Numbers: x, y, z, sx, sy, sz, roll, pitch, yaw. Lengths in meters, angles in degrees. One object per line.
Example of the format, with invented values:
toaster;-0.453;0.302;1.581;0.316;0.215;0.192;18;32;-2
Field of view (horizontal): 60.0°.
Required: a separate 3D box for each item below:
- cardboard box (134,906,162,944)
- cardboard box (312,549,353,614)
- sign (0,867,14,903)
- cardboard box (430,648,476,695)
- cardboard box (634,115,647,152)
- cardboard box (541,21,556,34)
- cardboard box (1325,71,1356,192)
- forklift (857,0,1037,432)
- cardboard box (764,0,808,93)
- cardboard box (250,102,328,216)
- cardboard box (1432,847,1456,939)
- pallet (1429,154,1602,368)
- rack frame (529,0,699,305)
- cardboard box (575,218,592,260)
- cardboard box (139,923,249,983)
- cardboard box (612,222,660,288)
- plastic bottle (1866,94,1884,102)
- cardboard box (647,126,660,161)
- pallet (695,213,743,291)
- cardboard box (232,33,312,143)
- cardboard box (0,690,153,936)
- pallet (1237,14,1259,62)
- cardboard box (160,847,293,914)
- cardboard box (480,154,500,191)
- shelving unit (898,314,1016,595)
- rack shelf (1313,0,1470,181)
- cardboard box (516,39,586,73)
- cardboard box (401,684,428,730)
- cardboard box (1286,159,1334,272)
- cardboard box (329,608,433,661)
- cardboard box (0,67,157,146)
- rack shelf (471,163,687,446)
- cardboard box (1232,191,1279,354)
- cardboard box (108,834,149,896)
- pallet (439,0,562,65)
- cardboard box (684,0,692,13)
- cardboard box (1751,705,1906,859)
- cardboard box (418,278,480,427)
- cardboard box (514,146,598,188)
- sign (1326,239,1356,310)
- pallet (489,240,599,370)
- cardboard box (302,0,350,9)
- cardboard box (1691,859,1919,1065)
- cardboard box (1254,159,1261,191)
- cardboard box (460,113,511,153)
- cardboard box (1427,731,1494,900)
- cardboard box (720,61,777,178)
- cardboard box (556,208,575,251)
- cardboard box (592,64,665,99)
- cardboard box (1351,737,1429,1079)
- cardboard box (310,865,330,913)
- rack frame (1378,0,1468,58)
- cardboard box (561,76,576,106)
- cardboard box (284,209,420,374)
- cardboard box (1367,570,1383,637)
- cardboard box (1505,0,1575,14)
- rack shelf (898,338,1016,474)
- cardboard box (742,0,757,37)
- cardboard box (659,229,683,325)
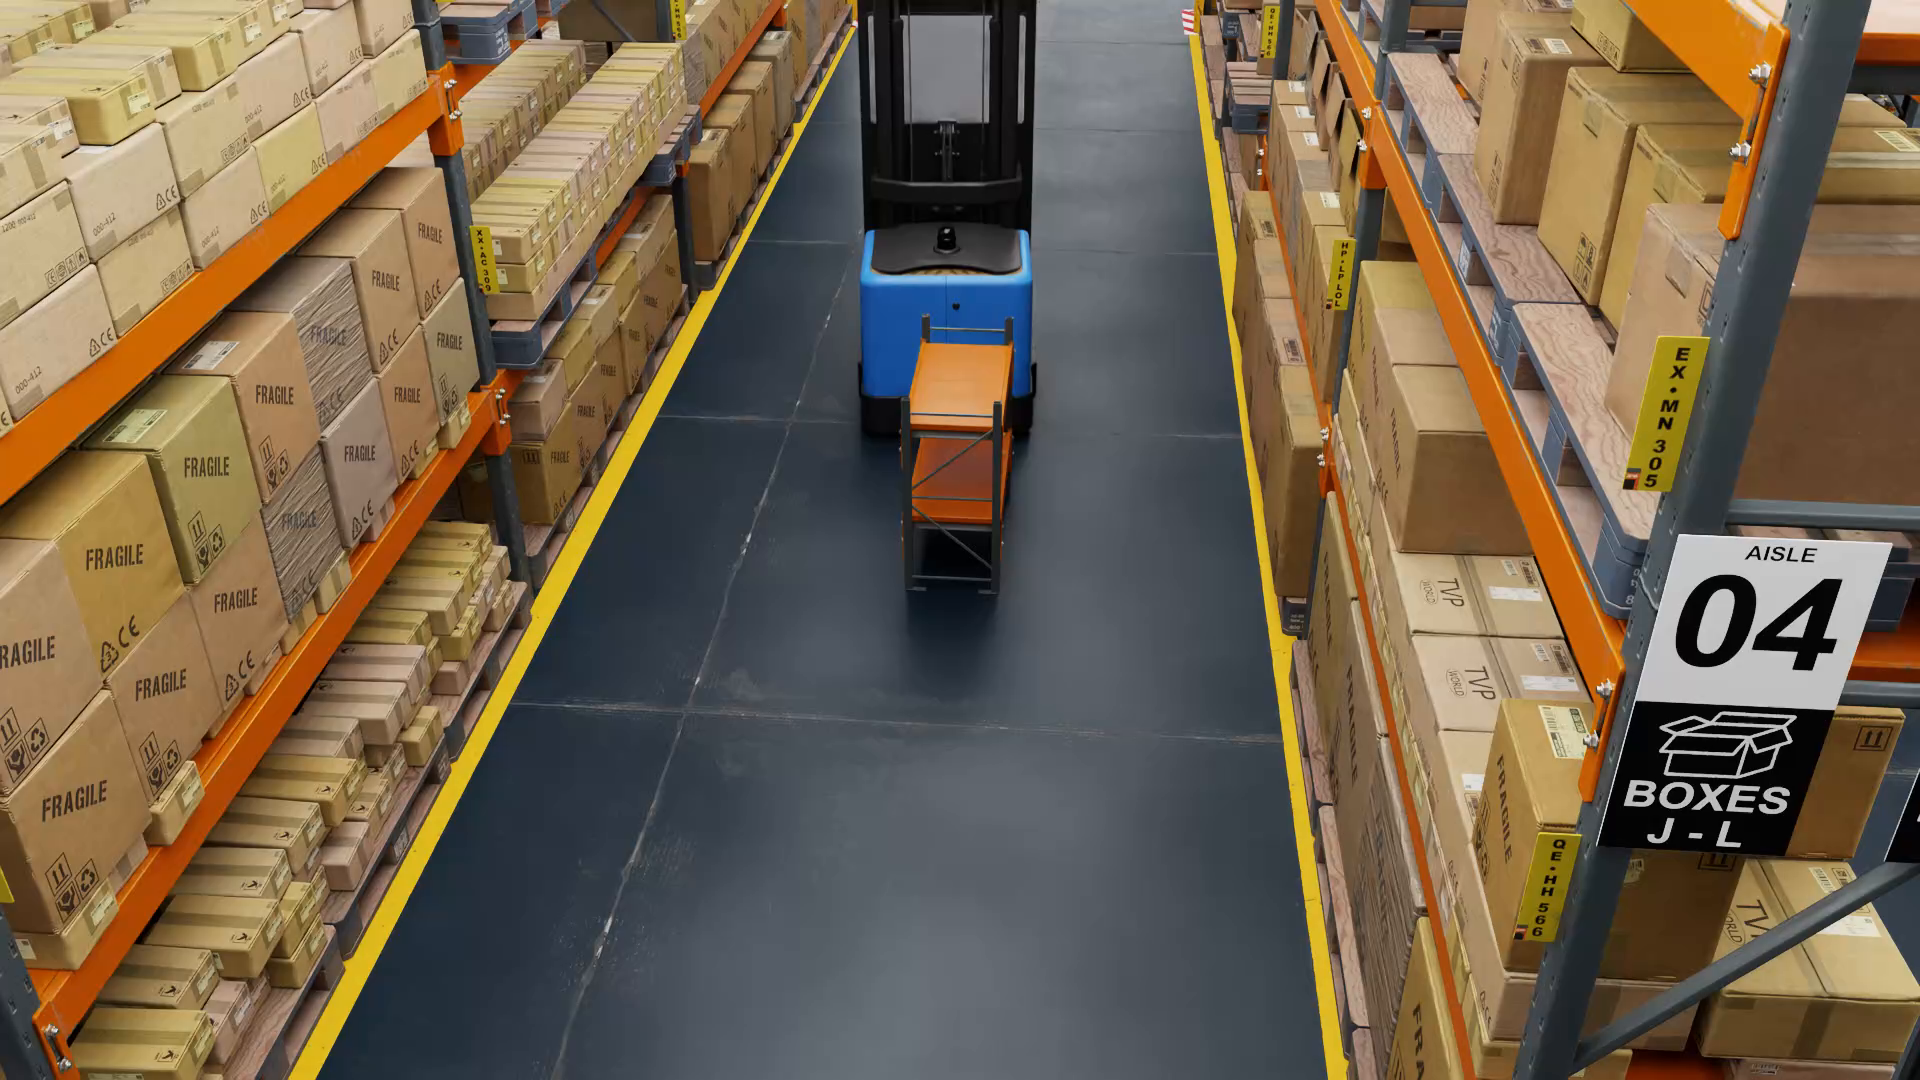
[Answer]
cardboard box;-3.136;1.363;6.212;0.380;0.149;0.250;2;32;3
cardboard box;-2.580;0.146;6.393;0.380;0.149;0.250;3;32;5
sign;-2.519;0.806;4.259;0.100;0.325;0.005;2;32;4
cardboard box;-2.488;0.587;7.755;0.380;0.149;0.250;1;32;2
cardboard box;-2.077;-2.415;9.865;0.380;0.149;0.250;2;32;4
cardboard box;-4.386;-4.853;16.516;0.797;0.637;0.503;2;32;4
cardboard box;2.347;-2.164;8.851;0.797;0.503;0.637;3;32;6
forklift;-0.079;-2.639;10.738;1.130;2.935;3.031;0;32;0
cardboard box;-1.962;-4.724;15.681;0.875;0.875;0.875;3;32;5
cardboard box;-2.598;-1.359;5.881;0.500;0.250;0.500;2;32;3
cardboard box;1.618;1.055;4.919;0.380;0.149;0.250;3;32;4
pallet;2.022;-0.852;4.998;1.003;0.211;1.213;2;32;4
rack frame;-2.408;-3.032;11.311;1.000;3.000;0.127;2;32;4
cardboard box;-2.181;-1.606;8.836;0.380;0.149;0.250;3;32;4
cardboard box;-2.751;1.524;5.952;0.380;0.149;0.250;3;32;5
cardboard box;-2.233;-1.833;10.632;0.500;0.250;0.500;3;32;5
plastic bottle;8.251;-3.993;15.048;0.152;0.276;0.135;4;32;6
cardboard box;-2.057;-2.432;10.176;0.380;0.149;0.250;2;32;3
pallet;-2.269;-2.254;12.706;1.003;0.211;1.213;2;32;4
cardboard box;-2.610;-1.570;5.746;0.500;0.250;0.500;4;32;6
cardboard box;-2.748;0.759;4.781;0.500;0.500;0.500;4;32;6
pallet;2.647;-3.723;12.614;1.003;0.211;1.213;2;32;4
cardboard box;-2.690;1.264;6.089;0.380;0.149;0.250;1;32;2
cardboard box;-2.795;-2.045;9.265;0.380;0.149;0.250;3;32;4
shelving unit;-0.001;-0.475;8.949;0.538;1.125;1.048;2;32;4
rack shelf;2.364;-2.692;8.586;1.077;0.370;4.000;2;32;4
cardboard box;-2.639;-3.122;10.728;0.380;0.149;0.250;3;32;4
cardboard box;-2.576;0.690;7.305;0.380;0.149;0.250;3;32;5
cardboard box;2.096;-1.768;9.165;0.500;0.500;0.500;3;32;4
cardboard box;-2.597;0.436;7.433;0.380;0.149;0.250;3;32;6
cardboard box;-2.620;-1.276;4.888;0.380;0.149;0.250;3;32;6
rack shelf;-2.571;-1.680;9.803;1.077;0.370;4.000;2;32;4
cardboard box;2.450;-1.682;10.745;1.225;0.875;0.875;1;32;2
cardboard box;-2.727;0.968;5.060;0.380;0.149;0.250;4;32;6
pallet;-2.578;-2.456;7.696;1.213;0.211;1.003;2;32;4
cardboard box;-2.322;-3.999;11.832;0.700;0.500;0.500;2;32;3
cardboard box;2.225;0.533;4.671;0.500;0.500;0.500;2;32;3
cardboard box;-2.492;-0.845;7.383;0.500;0.500;0.500;3;32;4
cardboard box;-2.160;-1.996;8.902;0.380;0.149;0.250;2;32;4
sign;1.660;-1.153;7.234;0.100;0.325;0.005;2;32;4
pallet;-2.527;-1.252;8.606;1.003;0.211;1.213;2;32;4
cardboard box;-2.476;-2.093;6.214;0.380;0.149;0.250;2;32;4
cardboard box;2.184;1.114;4.443;0.500;0.250;0.500;2;32;3
cardboard box;2.594;-2.532;12.463;0.700;0.500;0.500;0;32;0
cardboard box;-2.768;-2.306;9.405;0.380;0.149;0.250;2;32;3
cardboard box;1.693;0.823;4.915;0.500;0.250;0.500;2;32;3
cardboard box;-2.126;-3.512;13.834;1.050;0.750;0.750;2;32;4
cardboard box;-2.204;-1.596;8.536;0.380;0.149;0.250;3;32;5
cardboard box;-2.035;-2.813;10.228;0.380;0.149;0.250;3;32;5
cardboard box;1.922;1.328;5.862;0.875;0.875;0.875;2;32;4
cardboard box;-2.689;1.389;6.455;0.380;0.149;0.250;3;32;4
rack frame;2.201;-3.230;5.914;1.000;3.000;0.127;2;32;4
cardboard box;-2.668;-2.845;10.562;0.380;0.149;0.250;4;32;6
cardboard box;-2.539;-1.008;6.694;0.500;0.500;0.500;1;32;2
cardboard box;1.741;0.249;6.226;0.380;0.149;0.250;3;32;5
cardboard box;2.149;-1.524;5.414;0.700;0.500;0.500;4;32;6
rack shelf;-0.001;-0.725;8.796;0.538;0.278;1.000;2;32;4
cardboard box;-1.941;-4.354;13.360;0.500;0.500;0.500;3;32;5
cardboard box;-2.201;-1.792;11.280;0.500;0.500;0.500;2;32;4
